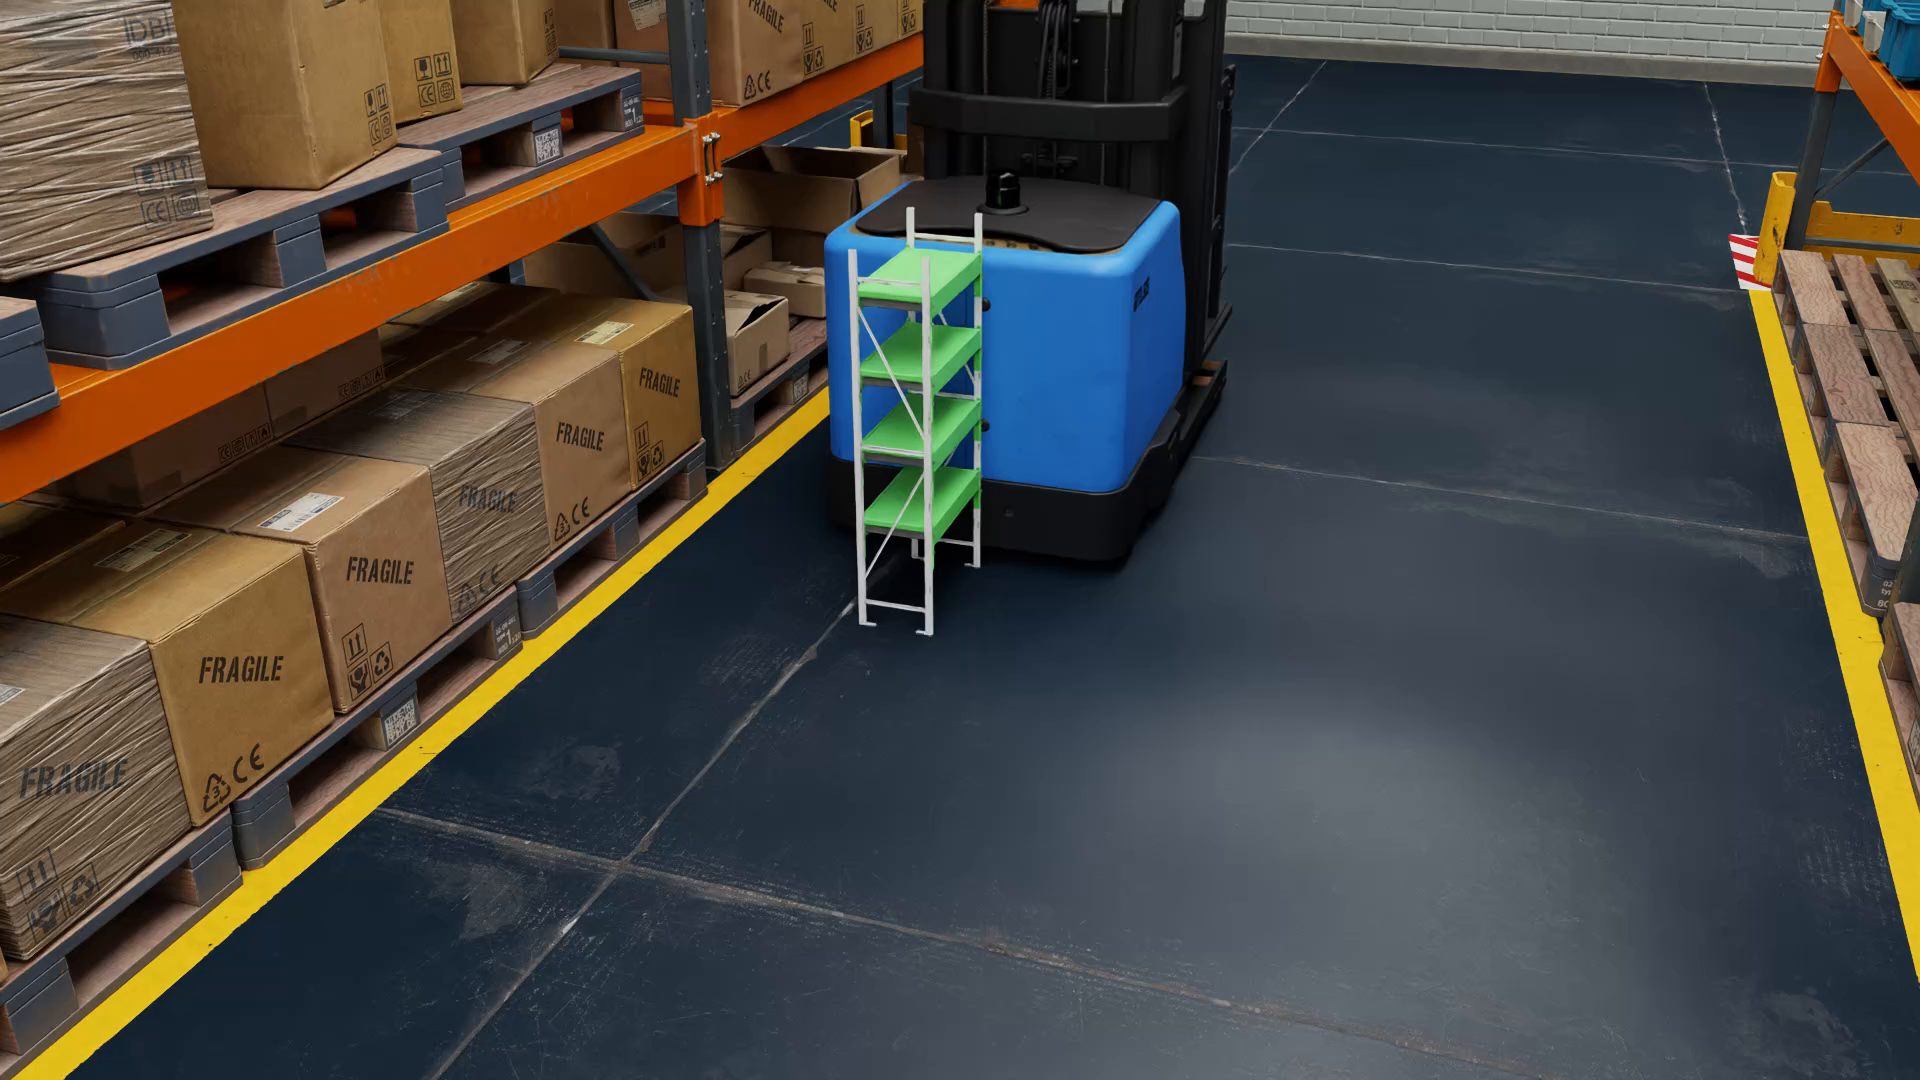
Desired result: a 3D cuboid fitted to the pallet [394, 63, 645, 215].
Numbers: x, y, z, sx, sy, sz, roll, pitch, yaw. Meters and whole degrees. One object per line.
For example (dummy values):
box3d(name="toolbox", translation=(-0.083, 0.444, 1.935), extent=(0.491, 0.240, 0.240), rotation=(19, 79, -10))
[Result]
box3d(name="pallet", translation=(-1.721, -1.297, 5.206), extent=(1.003, 0.211, 1.213), rotation=(9, 27, 17))

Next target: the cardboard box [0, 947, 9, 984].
box3d(name="cardboard box", translation=(-2.262, 0.730, 3.164), extent=(0.500, 0.500, 0.500), rotation=(10, 28, 20))

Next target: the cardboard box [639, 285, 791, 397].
box3d(name="cardboard box", translation=(-1.008, -0.824, 6.591), extent=(0.500, 0.311, 0.500), rotation=(9, 27, 17))

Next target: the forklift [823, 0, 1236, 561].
box3d(name="forklift", translation=(0.486, -1.871, 6.251), extent=(1.130, 2.935, 3.031), rotation=(8, 27, 16))

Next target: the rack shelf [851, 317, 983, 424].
box3d(name="rack shelf", translation=(-0.123, -0.521, 5.045), extent=(0.258, 0.148, 0.480), rotation=(8, 27, 16))

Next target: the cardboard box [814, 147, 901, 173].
box3d(name="cardboard box", translation=(-0.636, -1.912, 8.907), extent=(0.500, 0.250, 0.500), rotation=(9, 27, 17))

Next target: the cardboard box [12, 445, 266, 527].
box3d(name="cardboard box", translation=(-2.252, 0.028, 4.614), extent=(0.500, 0.500, 0.500), rotation=(8, 27, 15))

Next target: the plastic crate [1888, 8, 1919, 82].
box3d(name="plastic crate", translation=(3.718, -1.853, 6.258), extent=(0.416, 0.233, 0.300), rotation=(9, 27, 17))

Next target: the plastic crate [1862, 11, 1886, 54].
box3d(name="plastic crate", translation=(3.846, -2.075, 6.828), extent=(0.250, 0.136, 0.298), rotation=(9, 27, 17))

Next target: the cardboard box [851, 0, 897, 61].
box3d(name="cardboard box", translation=(-0.589, -2.327, 6.998), extent=(0.500, 0.500, 0.500), rotation=(9, 27, 17))

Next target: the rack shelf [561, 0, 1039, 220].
box3d(name="rack shelf", translation=(-0.686, -2.194, 7.664), extent=(1.077, 0.370, 4.000), rotation=(9, 27, 17))

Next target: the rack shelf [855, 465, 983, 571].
box3d(name="rack shelf", translation=(-0.123, -0.089, 5.255), extent=(0.258, 0.148, 0.480), rotation=(8, 27, 16))

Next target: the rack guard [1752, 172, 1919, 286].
box3d(name="rack guard", translation=(4.645, -1.506, 8.287), extent=(1.175, 0.500, 0.348), rotation=(9, 27, 17))

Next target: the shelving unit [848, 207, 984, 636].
box3d(name="shelving unit", translation=(-0.123, -0.363, 5.122), extent=(0.258, 1.200, 0.503), rotation=(8, 27, 16))

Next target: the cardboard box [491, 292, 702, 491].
box3d(name="cardboard box", translation=(-1.246, -0.524, 5.754), extent=(0.500, 0.500, 0.500), rotation=(9, 27, 17))

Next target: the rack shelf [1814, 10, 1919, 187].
box3d(name="rack shelf", translation=(3.983, -1.474, 6.177), extent=(1.077, 0.370, 4.000), rotation=(9, 27, 17))

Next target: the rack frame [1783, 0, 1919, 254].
box3d(name="rack frame", translation=(4.649, -2.619, 7.718), extent=(1.000, 3.000, 0.127), rotation=(9, 27, 17))

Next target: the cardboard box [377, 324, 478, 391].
box3d(name="cardboard box", translation=(-1.910, -0.384, 5.465), extent=(0.500, 0.500, 0.500), rotation=(9, 27, 18))

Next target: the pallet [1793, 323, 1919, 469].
box3d(name="pallet", translation=(3.930, -0.531, 6.605), extent=(1.003, 0.211, 1.213), rotation=(9, 27, 17))

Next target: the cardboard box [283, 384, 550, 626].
box3d(name="cardboard box", translation=(-1.586, -0.116, 4.911), extent=(0.500, 0.500, 0.500), rotation=(9, 27, 18))

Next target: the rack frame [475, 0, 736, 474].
box3d(name="rack frame", translation=(-1.352, -1.696, 5.810), extent=(1.000, 3.000, 0.127), rotation=(9, 27, 17))

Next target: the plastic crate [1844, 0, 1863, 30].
box3d(name="plastic crate", translation=(4.072, -2.354, 7.404), extent=(0.250, 0.136, 0.298), rotation=(9, 27, 17))

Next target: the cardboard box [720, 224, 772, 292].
box3d(name="cardboard box", translation=(-1.180, -1.267, 7.505), extent=(0.500, 0.311, 0.500), rotation=(9, 27, 17))

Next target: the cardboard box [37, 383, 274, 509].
box3d(name="cardboard box", translation=(-2.242, -0.325, 4.483), extent=(0.500, 0.250, 0.500), rotation=(8, 27, 16))

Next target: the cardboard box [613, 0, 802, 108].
box3d(name="cardboard box", translation=(-0.925, -1.910, 6.139), extent=(0.500, 0.500, 0.500), rotation=(9, 27, 19))

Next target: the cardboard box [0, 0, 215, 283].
box3d(name="cardboard box", translation=(-2.095, -0.909, 3.589), extent=(0.700, 0.500, 0.500), rotation=(14, 29, 27))

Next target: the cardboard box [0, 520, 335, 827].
box3d(name="cardboard box", translation=(-1.921, 0.308, 4.035), extent=(0.500, 0.500, 0.500), rotation=(8, 27, 17))

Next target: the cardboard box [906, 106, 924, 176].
box3d(name="cardboard box", translation=(0.031, -2.153, 9.118), extent=(0.500, 0.500, 0.500), rotation=(9, 27, 17))

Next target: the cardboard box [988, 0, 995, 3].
box3d(name="cardboard box", translation=(-0.083, -2.947, 8.280), extent=(0.500, 0.500, 0.500), rotation=(9, 27, 18))

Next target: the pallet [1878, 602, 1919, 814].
box3d(name="pallet", translation=(3.022, 0.590, 4.288), extent=(1.003, 0.211, 1.213), rotation=(9, 27, 17))

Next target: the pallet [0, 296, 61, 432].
box3d(name="pallet", translation=(-2.524, -0.254, 3.053), extent=(1.213, 0.211, 1.003), rotation=(9, 27, 17))

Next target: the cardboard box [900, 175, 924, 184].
box3d(name="cardboard box", translation=(-0.314, -1.655, 8.376), extent=(0.500, 0.250, 0.500), rotation=(9, 27, 17))

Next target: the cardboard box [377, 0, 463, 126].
box3d(name="cardboard box", translation=(-1.889, -1.476, 4.759), extent=(0.700, 0.500, 0.500), rotation=(13, 29, 26))

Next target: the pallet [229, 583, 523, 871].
box3d(name="pallet", translation=(-1.991, 0.402, 4.677), extent=(1.003, 0.211, 1.213), rotation=(9, 27, 17))

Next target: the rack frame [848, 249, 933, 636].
box3d(name="rack frame", translation=(-0.199, -0.262, 4.913), extent=(0.240, 1.200, 0.015), rotation=(8, 27, 16))
